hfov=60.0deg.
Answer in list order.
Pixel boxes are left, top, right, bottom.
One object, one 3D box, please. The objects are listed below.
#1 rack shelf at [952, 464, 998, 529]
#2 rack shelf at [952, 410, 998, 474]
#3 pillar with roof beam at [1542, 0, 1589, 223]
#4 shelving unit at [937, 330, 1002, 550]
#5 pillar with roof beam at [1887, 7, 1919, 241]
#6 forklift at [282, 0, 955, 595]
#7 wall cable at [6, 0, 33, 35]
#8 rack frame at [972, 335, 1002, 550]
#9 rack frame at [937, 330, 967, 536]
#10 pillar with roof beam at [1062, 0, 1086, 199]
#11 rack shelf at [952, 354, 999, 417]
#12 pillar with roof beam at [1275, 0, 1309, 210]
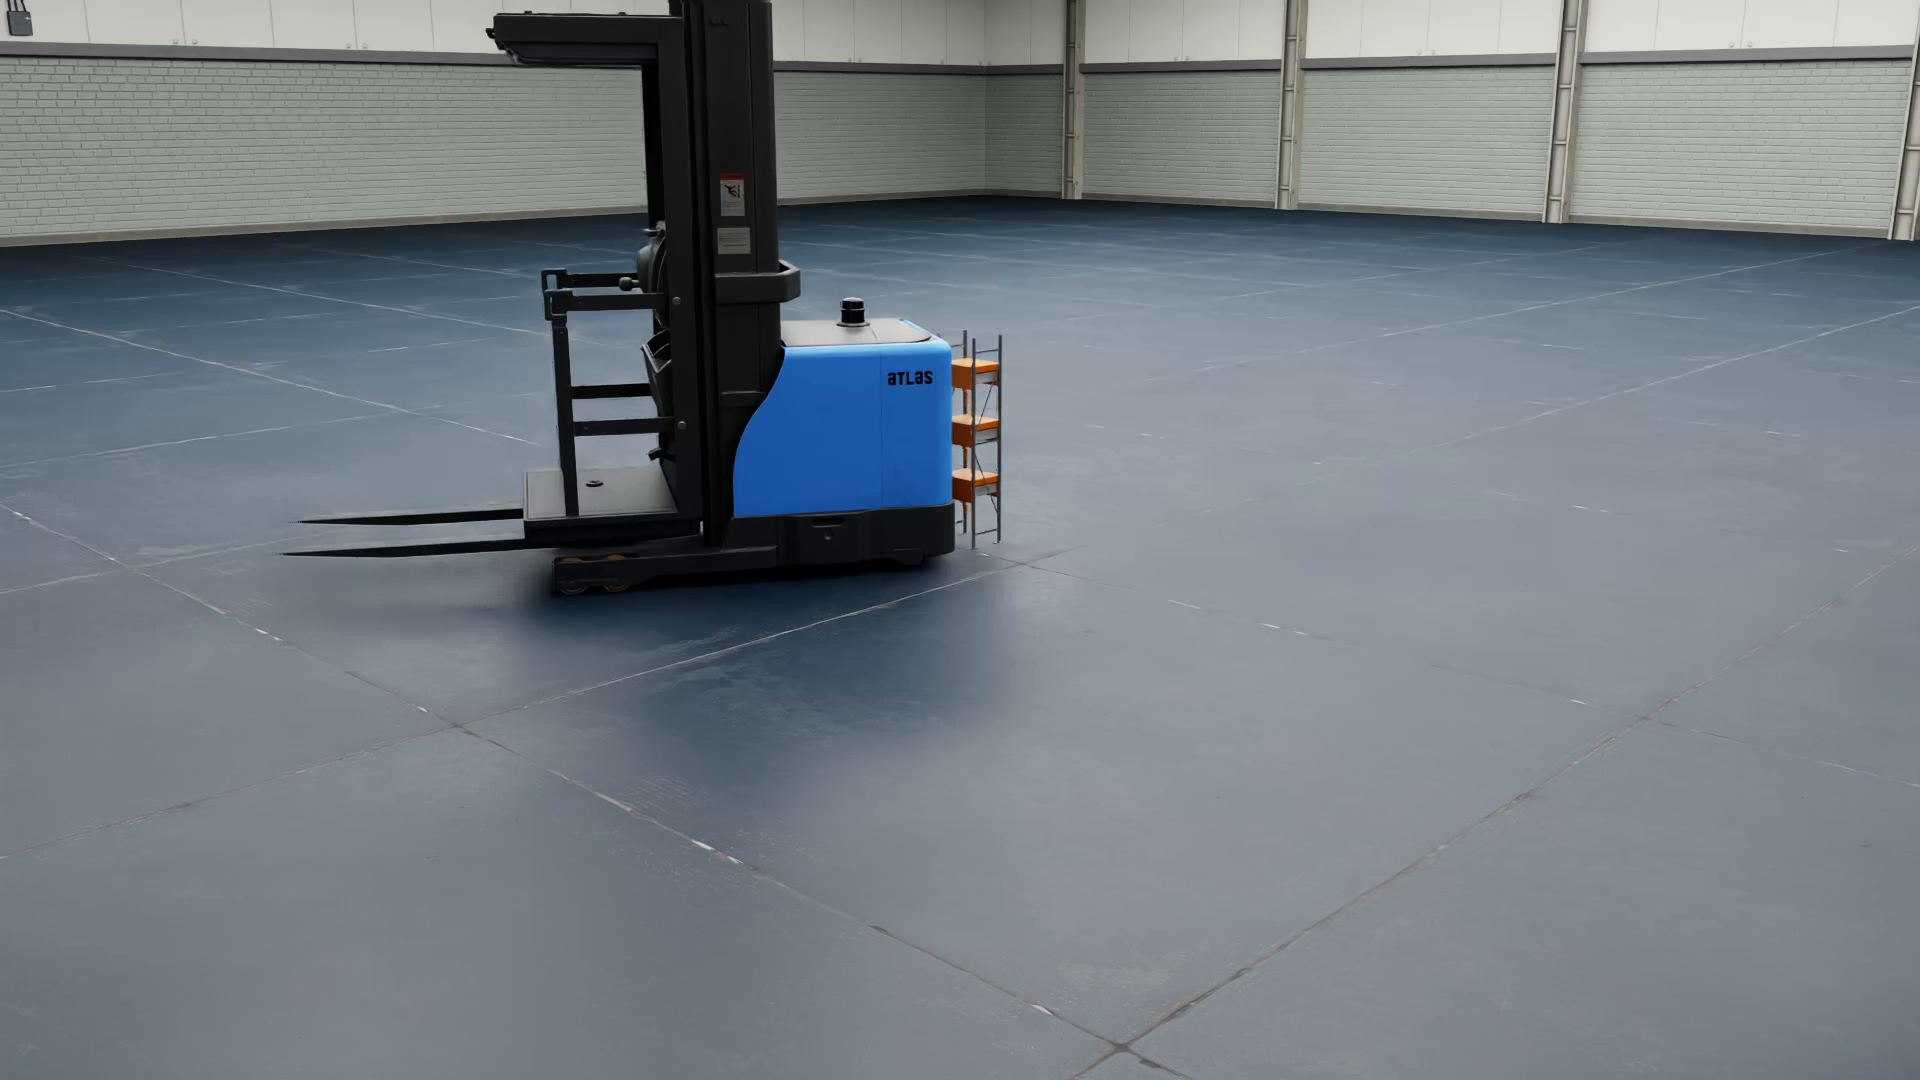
[{"bbox_3d":[0.047,-0.220,8.338,0.215,0.259,0.240,-14,20,-43],"label":"rack shelf"},{"bbox_3d":[0.047,-0.489,8.268,0.215,0.259,0.240,-14,20,-43],"label":"rack shelf"},{"bbox_3d":[8.317,-9.603,27.442,0.400,9.000,9.100,14,20,42],"label":"pillar with roof beam"},{"bbox_3d":[0.047,-0.499,8.266,0.215,1.050,0.252,-14,20,-43],"label":"shelving unit"},{"bbox_3d":[12.636,-8.553,23.412,0.400,9.000,9.100,14,20,42],"label":"pillar with roof beam"},{"bbox_3d":[-1.599,-1.318,7.678,3.031,2.935,1.130,-4,15,-14],"label":"forklift"},{"bbox_3d":[-13.800,-10.889,25.631,0.169,6.003,2.305,14,20,42],"label":"wall cable"},{"bbox_3d":[0.132,-0.477,8.181,0.200,1.050,0.008,-14,20,-43],"label":"rack frame"},{"bbox_3d":[-0.039,-0.521,8.350,0.200,1.050,0.008,-14,20,-43],"label":"rack frame"},{"bbox_3d":[-0.321,-11.704,35.502,0.400,9.000,9.100,14,20,42],"label":"pillar with roof beam"},{"bbox_3d":[0.047,-0.764,8.197,0.215,0.259,0.240,-14,20,-43],"label":"rack shelf"},{"bbox_3d":[3.998,-10.653,31.472,0.400,9.000,9.100,14,20,42],"label":"pillar with roof beam"}]
